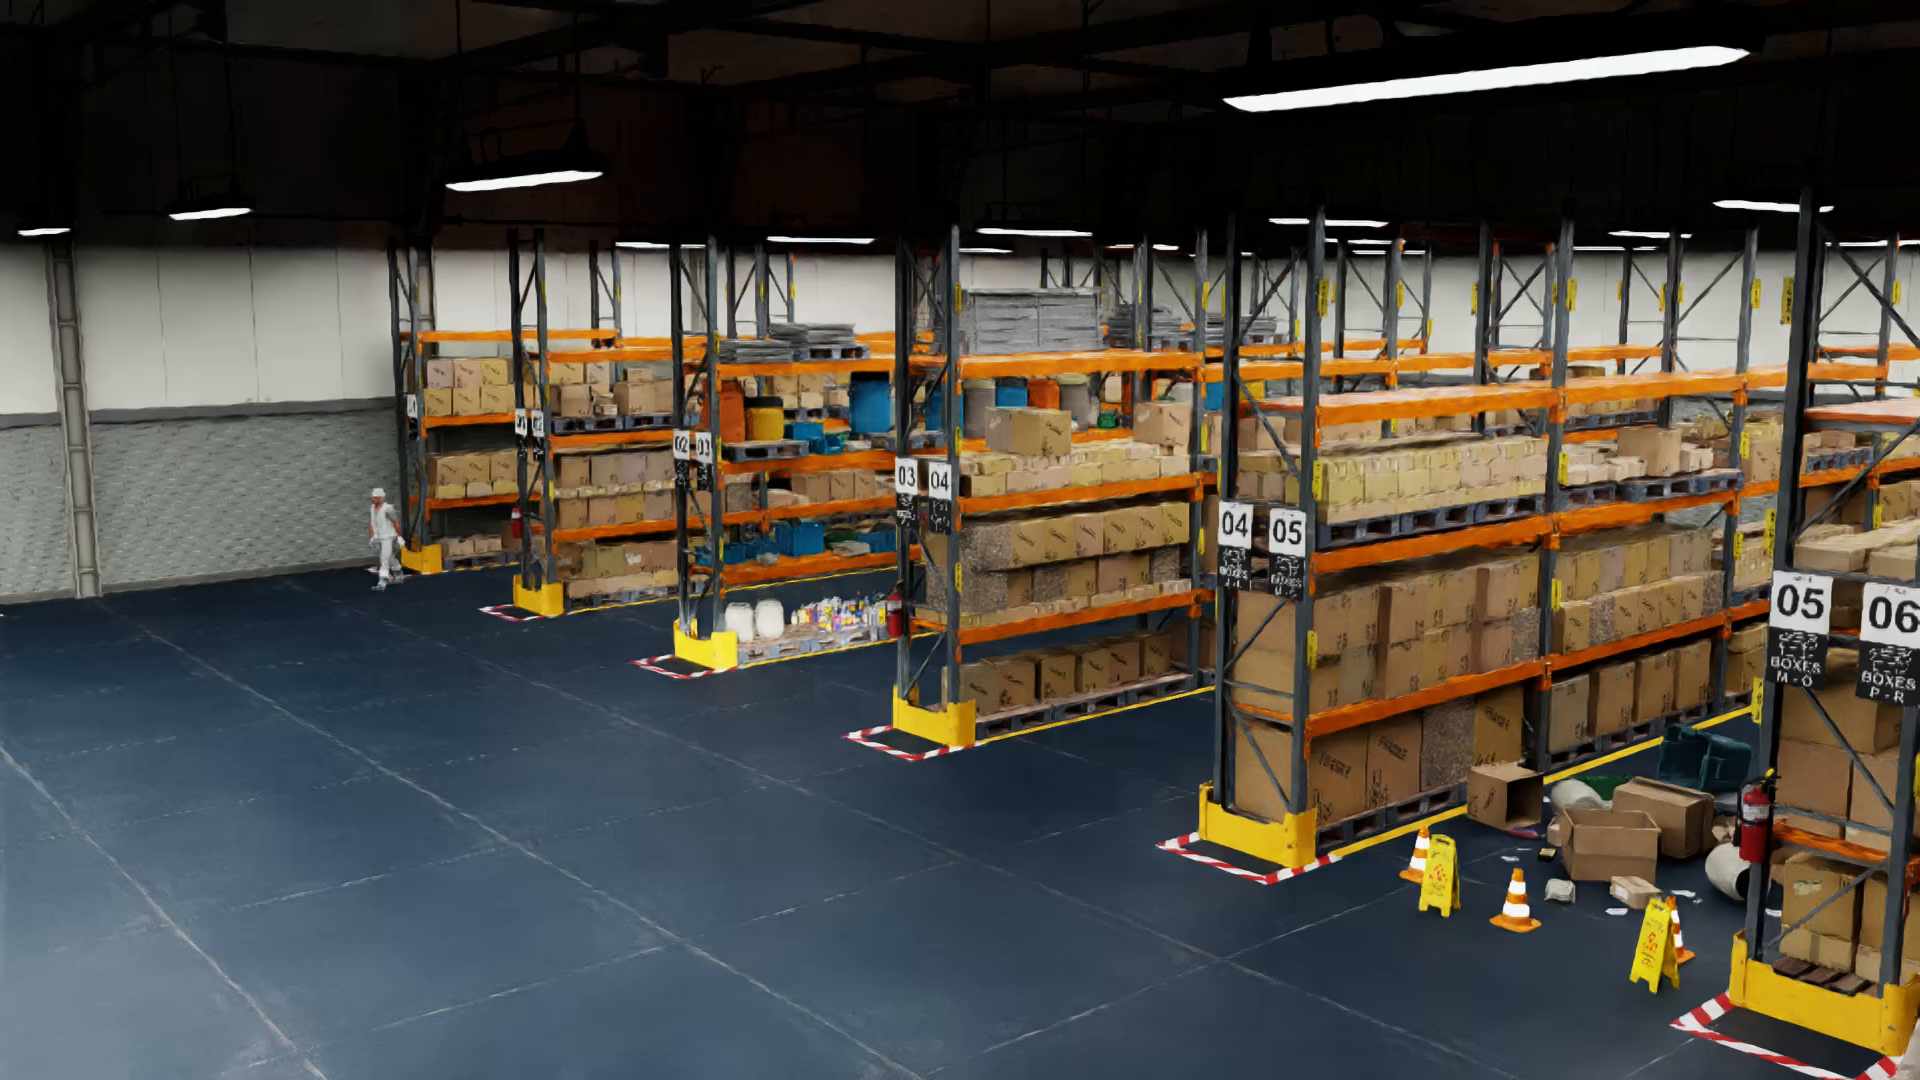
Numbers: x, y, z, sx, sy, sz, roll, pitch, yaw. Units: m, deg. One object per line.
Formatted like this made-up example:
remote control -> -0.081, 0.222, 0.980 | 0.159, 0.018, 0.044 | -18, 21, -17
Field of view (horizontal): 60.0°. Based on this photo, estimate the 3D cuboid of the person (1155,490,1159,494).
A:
person -> 4.638, -1.876, 40.505 | 0.534, 1.671, 0.677 | -8, 12, -42

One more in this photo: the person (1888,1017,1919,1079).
person -> 6.193, 2.762, 10.241 | 0.903, 1.679, 0.659 | -2, 9, -11

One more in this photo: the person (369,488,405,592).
person -> -9.808, -0.027, 28.288 | 0.596, 1.746, 0.968 | 4, 10, 27
